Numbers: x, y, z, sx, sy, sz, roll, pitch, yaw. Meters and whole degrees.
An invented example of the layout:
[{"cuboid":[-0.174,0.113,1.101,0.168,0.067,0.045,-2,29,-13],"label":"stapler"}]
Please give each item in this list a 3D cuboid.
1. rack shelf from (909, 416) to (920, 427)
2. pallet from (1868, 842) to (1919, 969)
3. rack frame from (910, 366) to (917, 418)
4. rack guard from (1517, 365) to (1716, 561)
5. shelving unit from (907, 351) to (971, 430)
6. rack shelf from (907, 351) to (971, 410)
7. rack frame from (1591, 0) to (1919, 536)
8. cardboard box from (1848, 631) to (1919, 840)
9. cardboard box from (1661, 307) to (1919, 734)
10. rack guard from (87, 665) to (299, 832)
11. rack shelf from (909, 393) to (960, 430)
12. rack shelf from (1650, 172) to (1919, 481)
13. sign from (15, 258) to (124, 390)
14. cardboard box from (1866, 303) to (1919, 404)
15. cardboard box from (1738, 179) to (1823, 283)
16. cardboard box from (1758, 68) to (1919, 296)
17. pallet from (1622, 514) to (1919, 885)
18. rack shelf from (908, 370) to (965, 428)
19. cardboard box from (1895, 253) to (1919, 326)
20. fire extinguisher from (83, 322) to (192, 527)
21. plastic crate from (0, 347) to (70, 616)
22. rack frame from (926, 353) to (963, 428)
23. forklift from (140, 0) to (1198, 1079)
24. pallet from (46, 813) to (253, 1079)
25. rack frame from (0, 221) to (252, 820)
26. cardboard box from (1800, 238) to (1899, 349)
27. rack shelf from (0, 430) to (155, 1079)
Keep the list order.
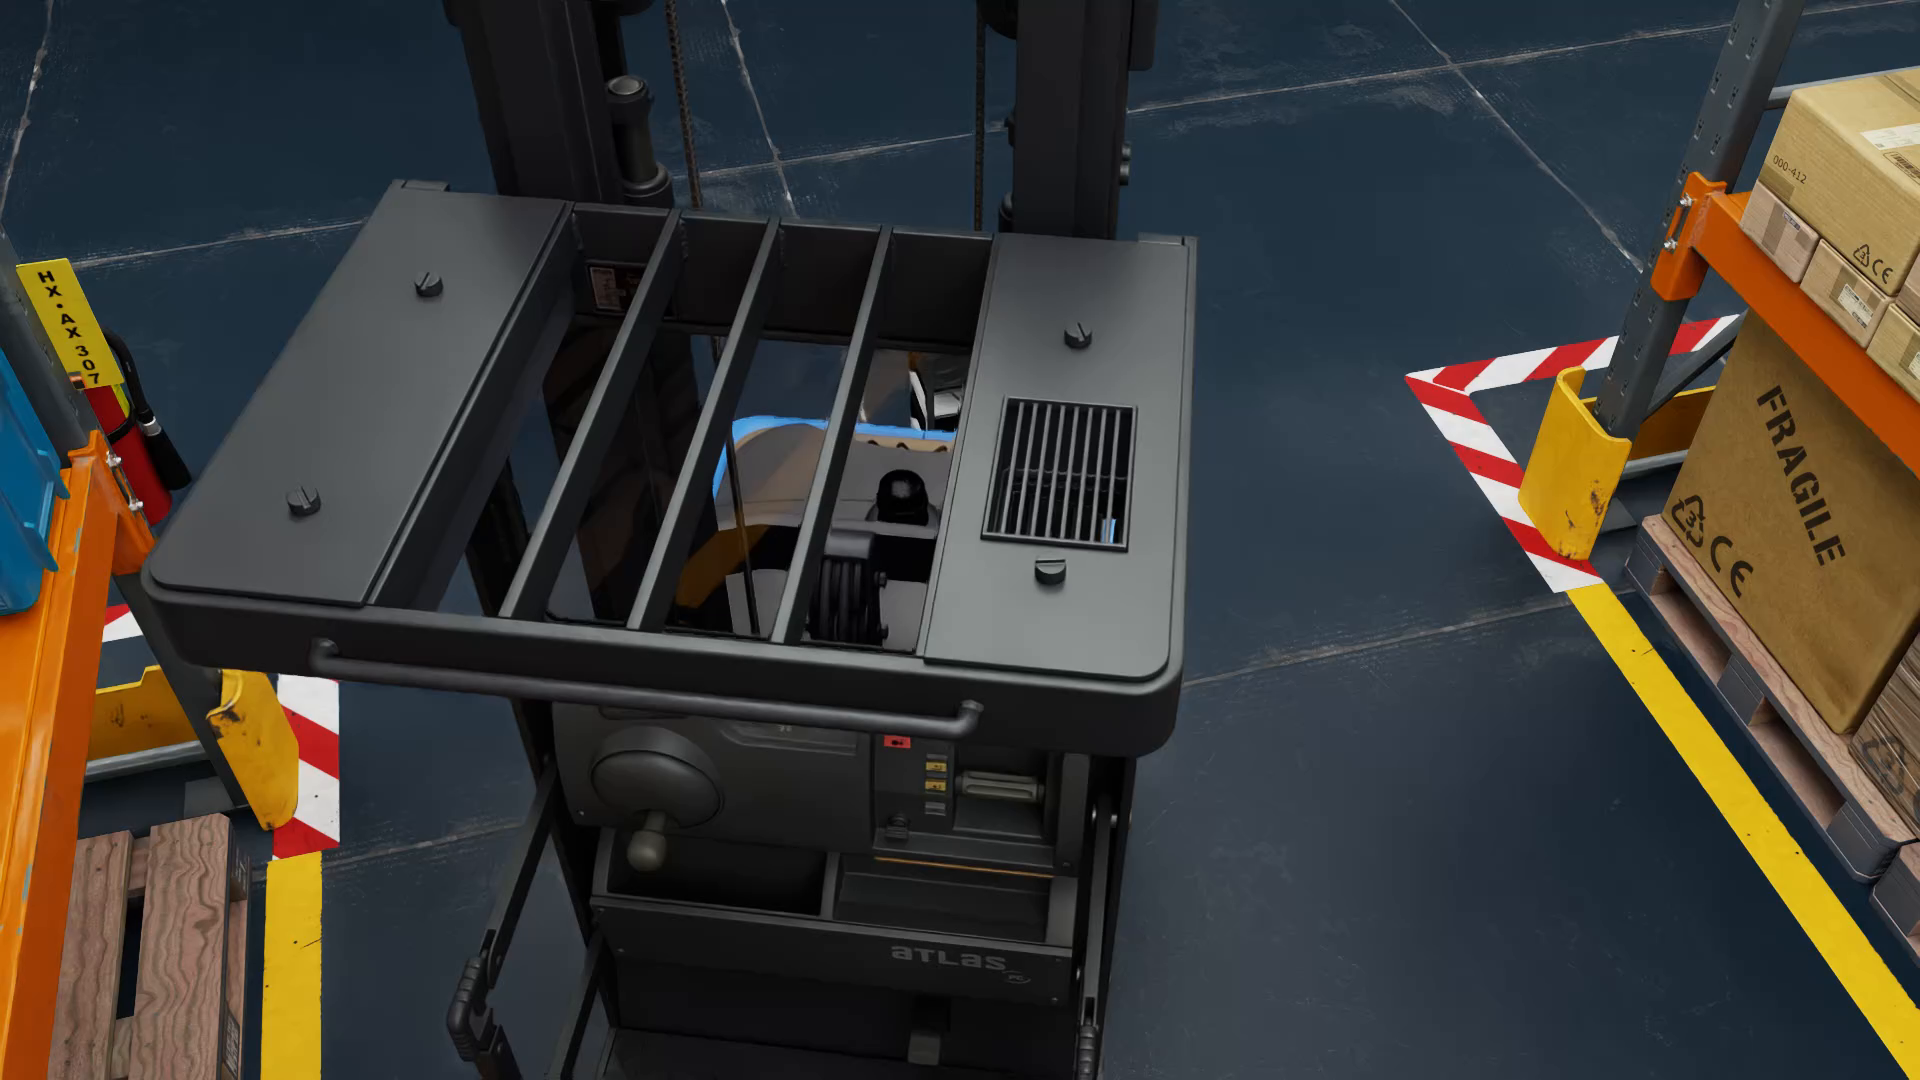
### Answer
[{"cuboid":[-0.002,-0.297,4.958,0.258,0.077,0.200,-11,47,-10],"label":"rack shelf"},{"cuboid":[2.994,1.171,3.954,1.003,0.211,1.213,-11,47,-10],"label":"pallet"},{"cuboid":[-0.028,-0.391,5.003,0.240,0.900,0.006,-11,47,-10],"label":"rack frame"},{"cuboid":[2.398,-0.325,5.218,1.175,0.500,0.348,-11,47,-10],"label":"rack guard"},{"cuboid":[-0.002,-0.321,4.934,0.258,0.900,0.210,-11,47,-10],"label":"shelving unit"},{"cuboid":[-0.002,-0.486,4.765,0.258,0.077,0.200,-11,47,-10],"label":"rack shelf"},{"cuboid":[2.405,-1.183,4.309,1.000,3.000,0.127,-11,47,-10],"label":"rack frame"},{"cuboid":[2.879,0.469,3.884,0.875,0.875,0.875,-11,47,-10],"label":"cardboard box"},{"cuboid":[2.646,-0.159,4.500,0.875,0.875,0.875,-11,47,-10],"label":"cardboard box"},{"cuboid":[-2.402,0.583,4.329,1.175,0.500,0.348,-11,47,-10],"label":"rack guard"},{"cuboid":[-0.002,-0.360,4.894,0.258,0.077,0.200,-11,47,-10],"label":"rack shelf"},{"cuboid":[2.917,0.449,3.213,1.077,0.370,4.000,-11,47,-10],"label":"rack shelf"},{"cuboid":[-1.856,-0.447,3.473,0.100,0.325,0.005,-11,47,-10],"label":"sign"},{"cuboid":[2.309,-0.436,3.753,0.380,0.149,0.250,-12,47,-11],"label":"cardboard box"},{"cuboid":[2.176,-0.790,4.100,0.380,0.149,0.250,-10,46,-10],"label":"cardboard box"},{"cuboid":[2.266,-0.854,3.884,0.500,0.250,0.500,-12,47,-11],"label":"cardboard box"},{"cuboid":[2.685,0.330,4.778,1.003,0.211,1.213,-11,47,-10],"label":"pallet"},{"cuboid":[-0.002,-0.423,4.829,0.258,0.077,0.200,-11,47,-10],"label":"rack shelf"},{"cuboid":[2.406,-0.496,3.533,0.500,0.250,0.500,-11,47,-11],"label":"cardboard box"},{"cuboid":[-1.983,-0.307,3.766,0.296,0.674,0.183,-11,47,-10],"label":"fire extinguisher"},{"cuboid":[-2.117,-0.114,3.195,0.616,0.435,0.499,-11,47,-10],"label":"plastic crate"},{"cuboid":[0.024,-0.250,4.865,0.240,0.900,0.006,-11,47,-10],"label":"rack frame"},{"cuboid":[-0.266,0.496,2.712,1.130,2.935,3.031,5,46,5],"label":"forklift"},{"cuboid":[-2.210,1.275,3.853,1.003,0.211,1.213,-11,47,-10],"label":"pallet"},{"cuboid":[-2.383,-0.278,3.422,1.000,3.000,0.127,-11,47,-10],"label":"rack frame"},{"cuboid":[2.244,-0.613,3.926,0.380,0.149,0.250,-11,47,-11],"label":"cardboard box"},{"cuboid":[-1.871,1.355,2.326,1.077,0.370,4.000,-11,47,-10],"label":"rack shelf"}]
